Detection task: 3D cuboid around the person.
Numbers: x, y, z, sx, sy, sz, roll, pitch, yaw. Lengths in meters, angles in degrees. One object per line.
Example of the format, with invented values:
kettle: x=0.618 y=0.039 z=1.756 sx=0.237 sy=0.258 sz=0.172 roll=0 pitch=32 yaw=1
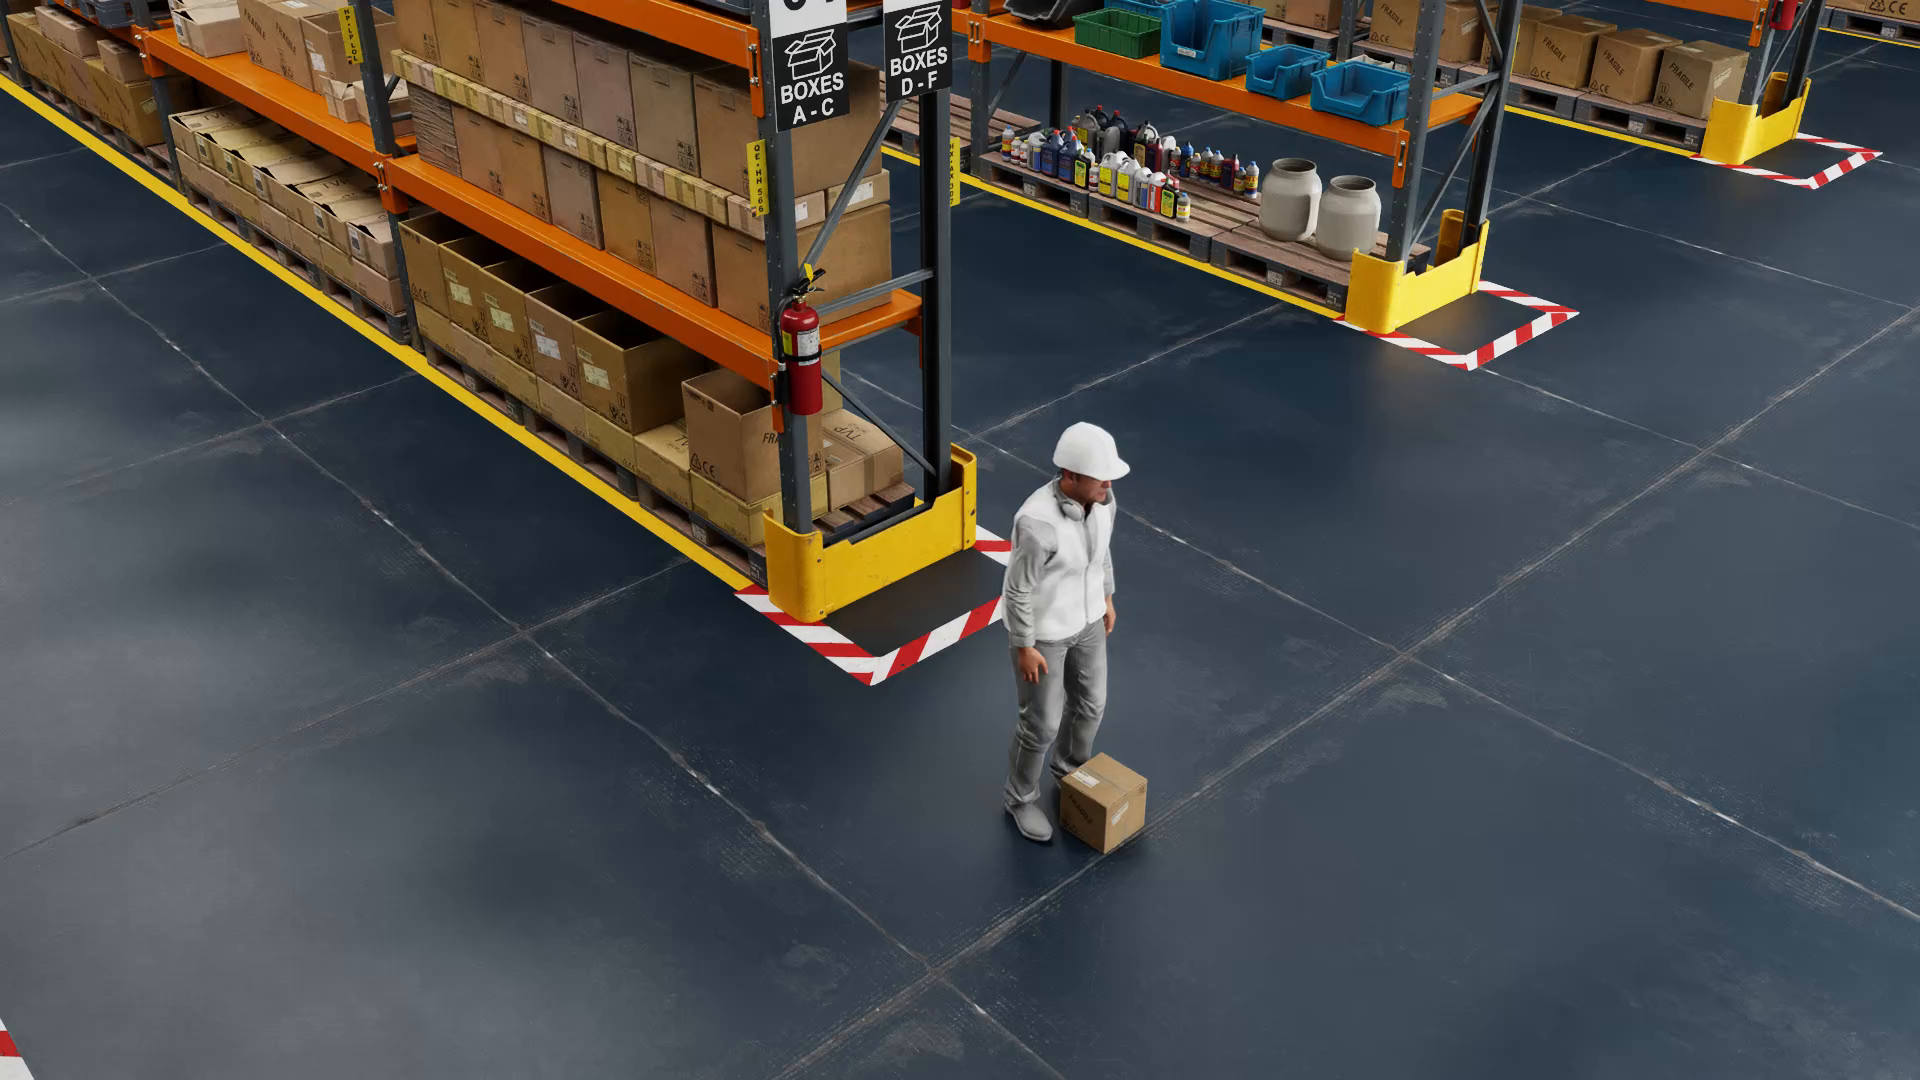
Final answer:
person: x=0.413 y=0.330 z=6.575 sx=0.473 sy=1.768 sz=0.593 roll=27 pitch=40 yaw=36
